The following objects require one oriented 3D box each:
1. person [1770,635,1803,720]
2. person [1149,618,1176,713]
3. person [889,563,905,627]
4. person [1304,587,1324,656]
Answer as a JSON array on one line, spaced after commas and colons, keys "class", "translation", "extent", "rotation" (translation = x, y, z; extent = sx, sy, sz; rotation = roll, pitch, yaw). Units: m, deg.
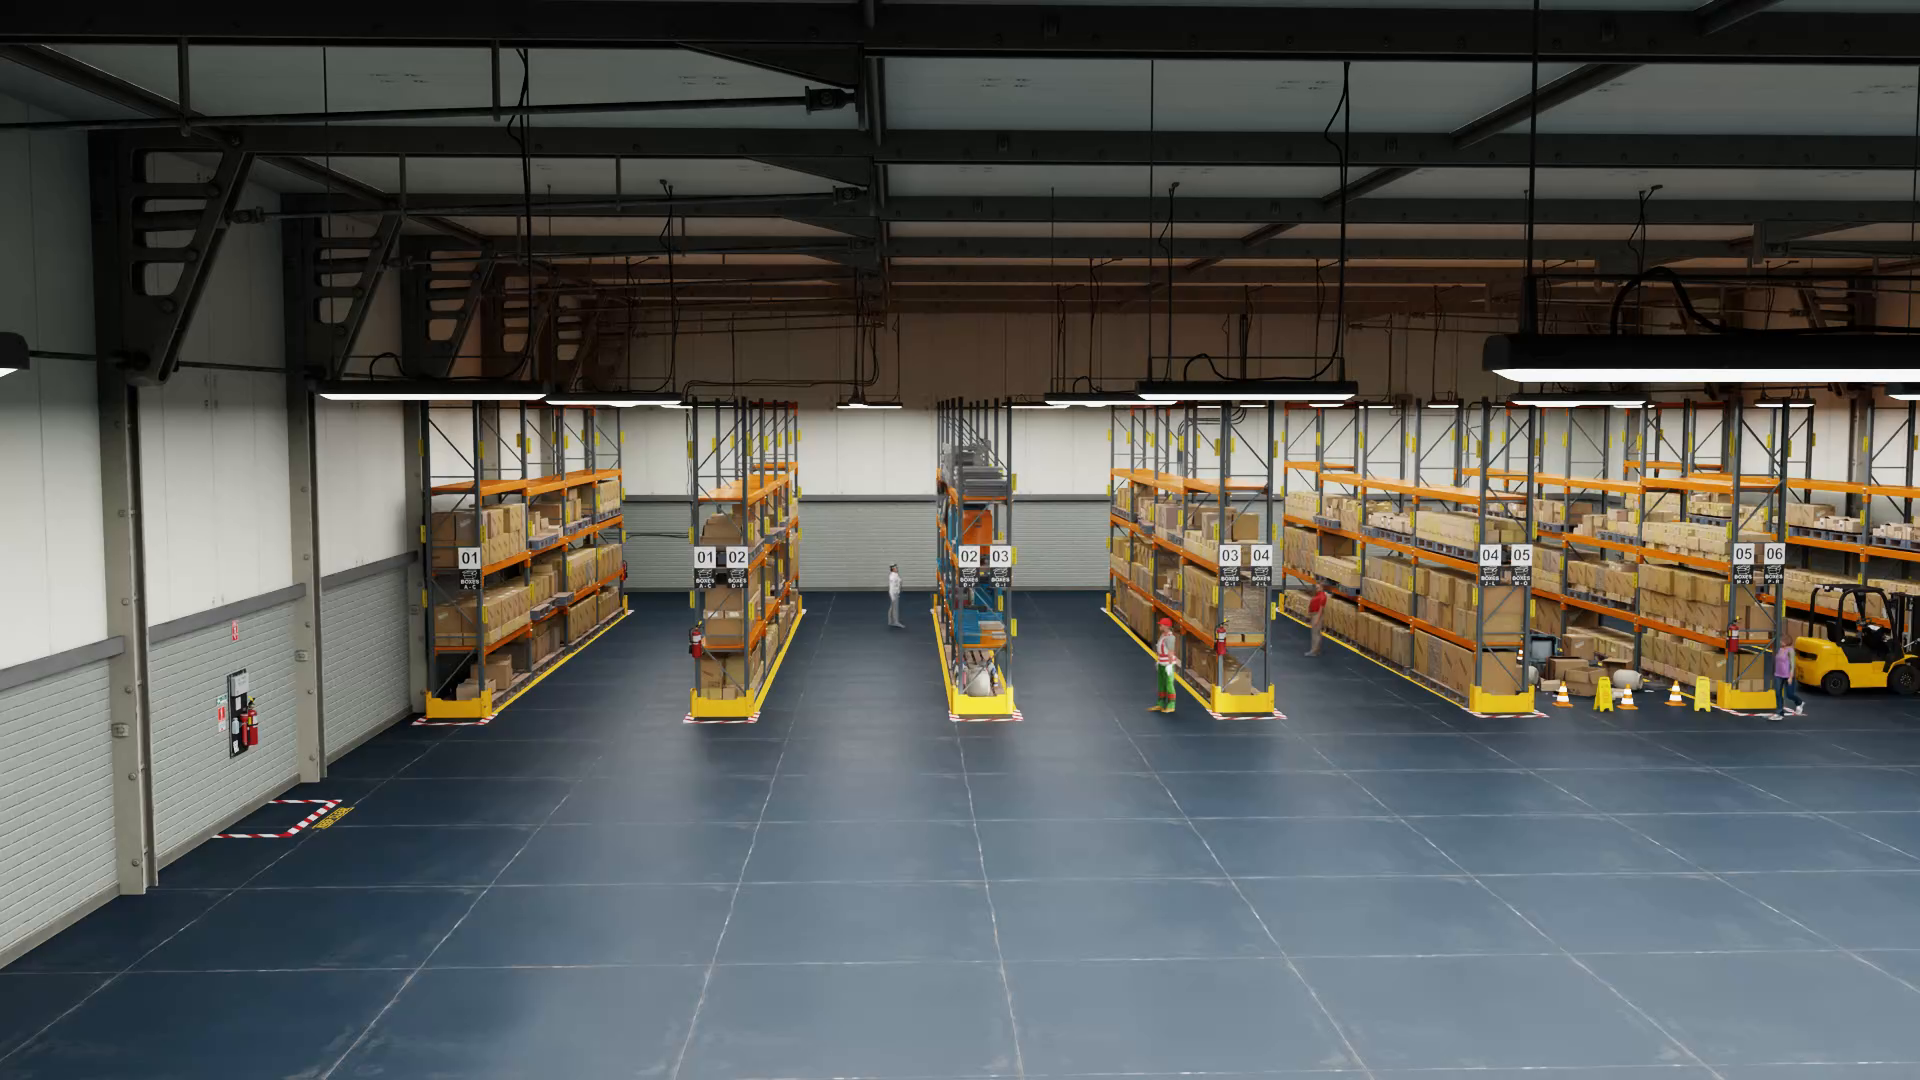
[{"class": "person", "translation": [15.375, 2.542, 30.866], "extent": [0.665, 1.588, 0.412], "rotation": [-3, 5, -33]}, {"class": "person", "translation": [3.861, 2.376, 31.611], "extent": [0.457, 1.801, 0.560], "rotation": [-1, 5, -12]}, {"class": "person", "translation": [-1.675, 1.462, 44.326], "extent": [0.484, 1.704, 0.500], "rotation": [1, 5, 12]}, {"class": "person", "translation": [8.295, 1.908, 38.948], "extent": [0.449, 1.630, 0.552], "rotation": [1, 4, 10]}]
